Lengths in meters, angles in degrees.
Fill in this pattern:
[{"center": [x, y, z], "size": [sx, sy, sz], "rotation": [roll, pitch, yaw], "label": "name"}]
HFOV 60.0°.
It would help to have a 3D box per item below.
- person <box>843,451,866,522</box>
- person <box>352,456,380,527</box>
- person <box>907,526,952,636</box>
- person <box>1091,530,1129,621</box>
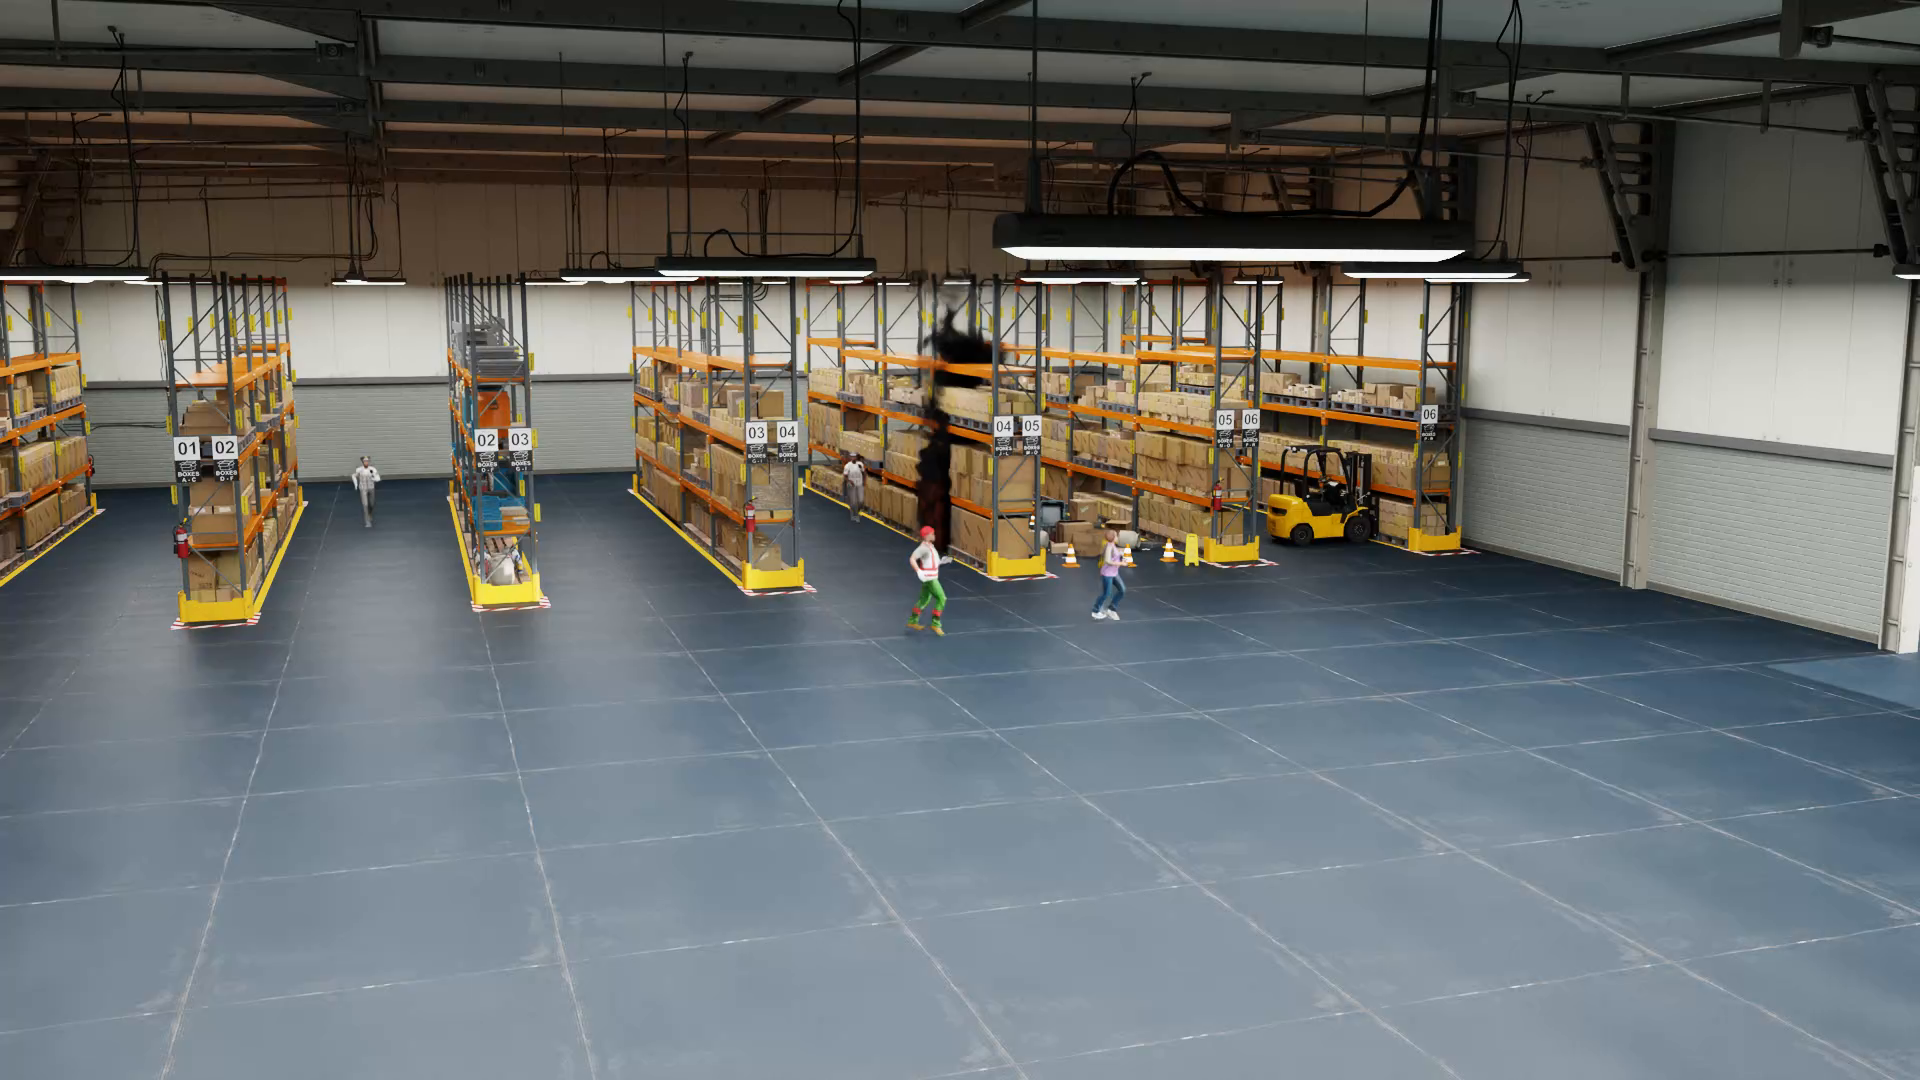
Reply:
[{"center": [-2.451, -1.259, 39.147], "size": [0.590, 1.706, 0.572], "rotation": [-2, 9, -16], "label": "person"}, {"center": [-14.367, -1.209, 40.308], "size": [0.607, 1.689, 0.925], "rotation": [-5, 10, -28], "label": "person"}, {"center": [-0.514, 0.684, 27.640], "size": [0.774, 1.846, 0.643], "rotation": [1, 9, 4], "label": "person"}, {"center": [2.598, 0.621, 28.720], "size": [0.675, 1.611, 0.525], "rotation": [4, 9, 22], "label": "person"}]
